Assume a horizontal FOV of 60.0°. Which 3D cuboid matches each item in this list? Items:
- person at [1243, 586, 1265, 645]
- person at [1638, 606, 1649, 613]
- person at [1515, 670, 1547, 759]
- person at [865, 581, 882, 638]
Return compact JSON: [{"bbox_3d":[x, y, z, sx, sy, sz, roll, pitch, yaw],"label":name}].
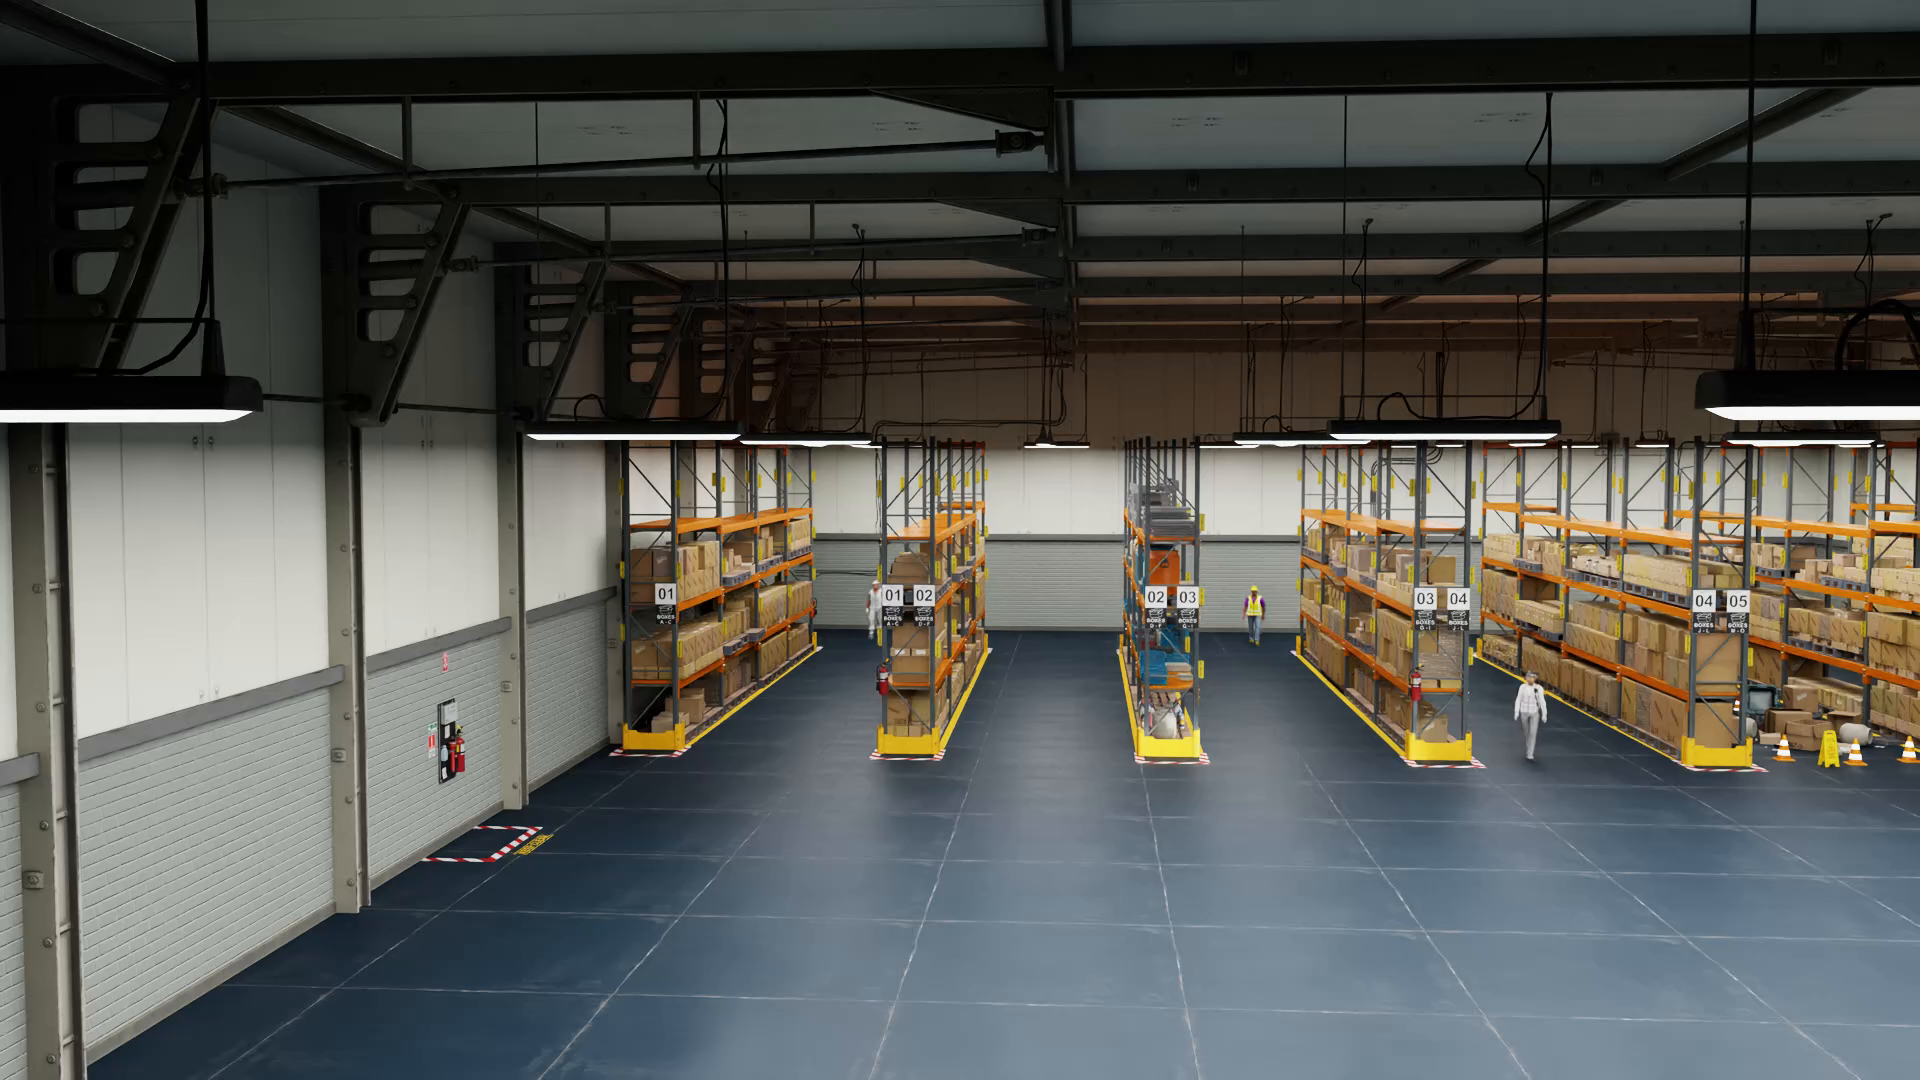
[{"bbox_3d":[8.686,2.222,49.118,0.671,1.704,1.077,0,3,8],"label":"person"},{"bbox_3d":[18.156,2.520,44.275,0.421,1.612,0.961,-2,3,-28],"label":"person"},{"bbox_3d":[10.589,3.231,30.960,0.528,1.630,0.954,2,4,37],"label":"person"},{"bbox_3d":[-2.595,2.111,50.778,0.608,1.720,1.050,0,3,-1],"label":"person"}]
